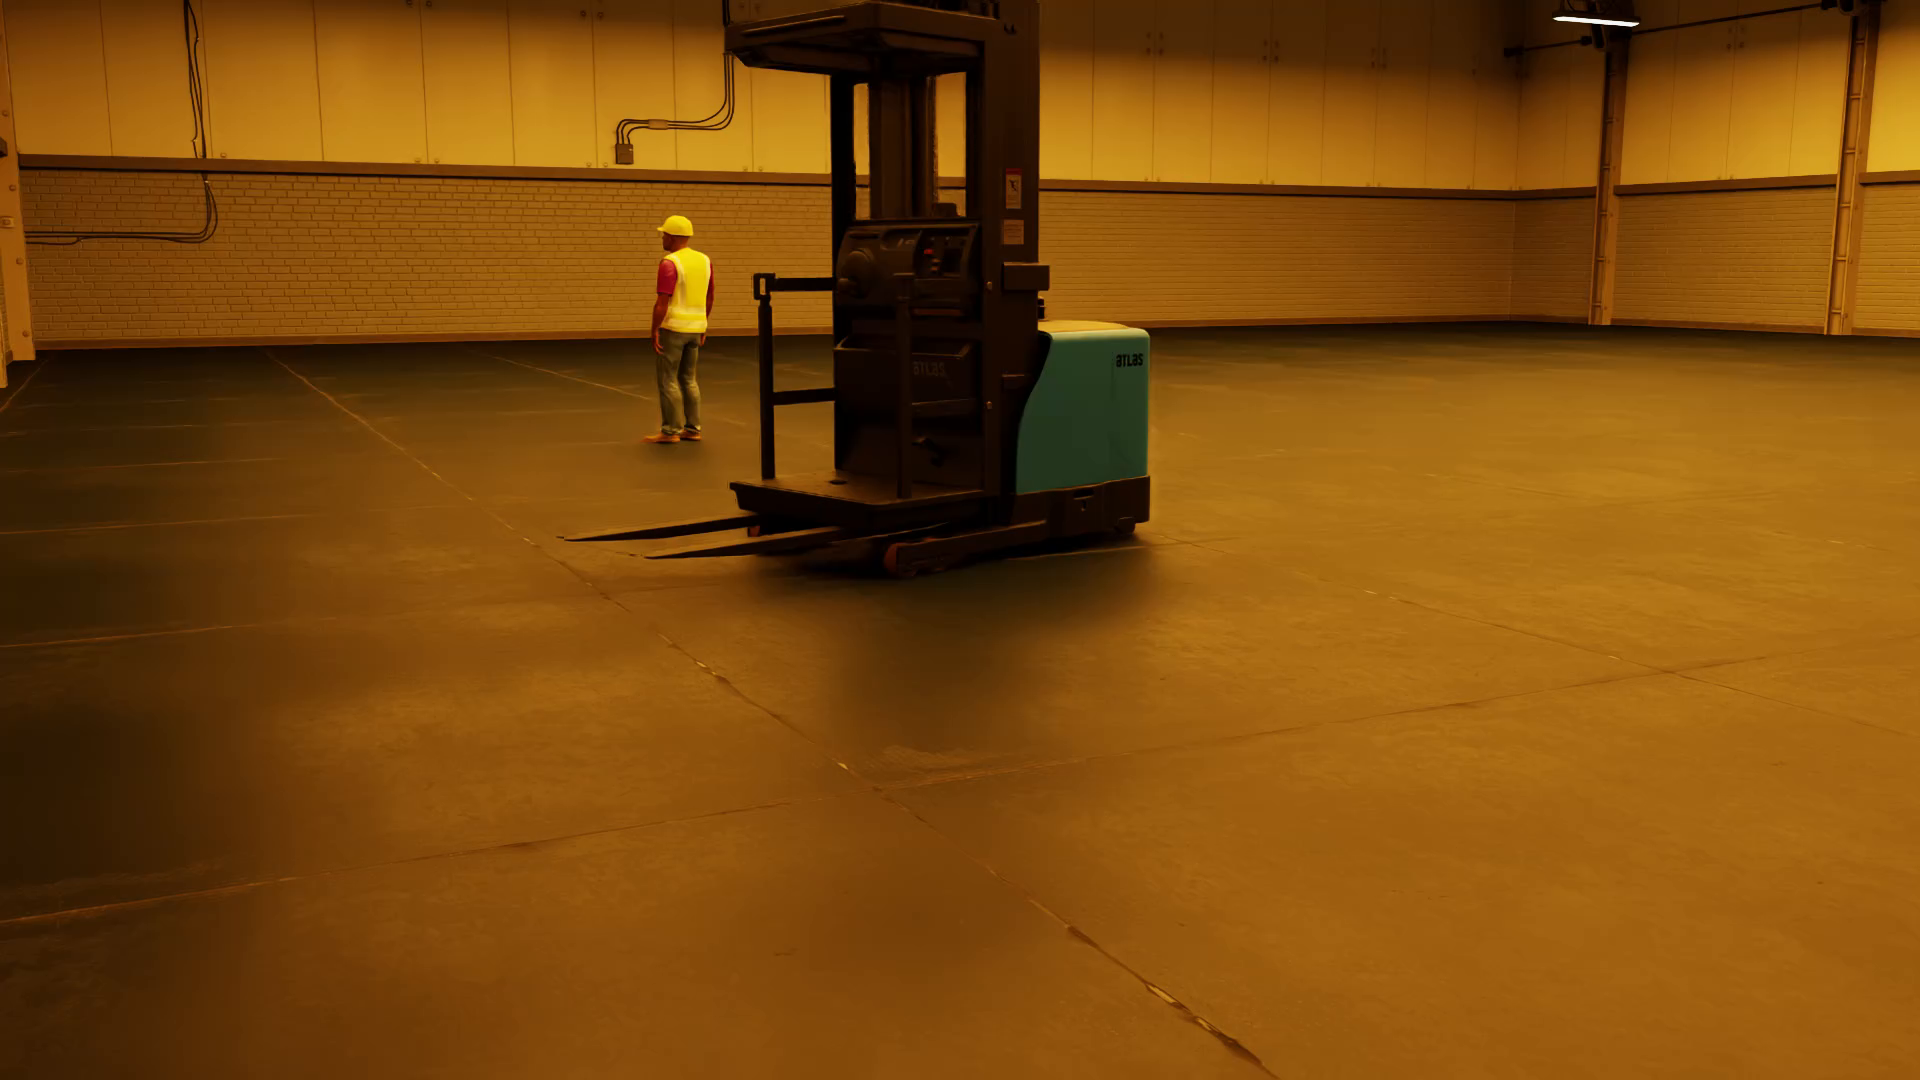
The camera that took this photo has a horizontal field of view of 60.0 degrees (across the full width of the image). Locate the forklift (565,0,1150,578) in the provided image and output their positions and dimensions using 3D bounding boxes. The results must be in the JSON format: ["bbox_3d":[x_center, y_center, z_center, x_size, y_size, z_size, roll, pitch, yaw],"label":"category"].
[{"bbox_3d":[-0.410,-1.367,7.846,3.031,2.935,1.130,-9,13,-44],"label":"forklift"}]

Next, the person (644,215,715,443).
[{"bbox_3d":[-2.238,-1.649,13.087,0.504,1.777,0.661,6,11,31],"label":"person"}]
